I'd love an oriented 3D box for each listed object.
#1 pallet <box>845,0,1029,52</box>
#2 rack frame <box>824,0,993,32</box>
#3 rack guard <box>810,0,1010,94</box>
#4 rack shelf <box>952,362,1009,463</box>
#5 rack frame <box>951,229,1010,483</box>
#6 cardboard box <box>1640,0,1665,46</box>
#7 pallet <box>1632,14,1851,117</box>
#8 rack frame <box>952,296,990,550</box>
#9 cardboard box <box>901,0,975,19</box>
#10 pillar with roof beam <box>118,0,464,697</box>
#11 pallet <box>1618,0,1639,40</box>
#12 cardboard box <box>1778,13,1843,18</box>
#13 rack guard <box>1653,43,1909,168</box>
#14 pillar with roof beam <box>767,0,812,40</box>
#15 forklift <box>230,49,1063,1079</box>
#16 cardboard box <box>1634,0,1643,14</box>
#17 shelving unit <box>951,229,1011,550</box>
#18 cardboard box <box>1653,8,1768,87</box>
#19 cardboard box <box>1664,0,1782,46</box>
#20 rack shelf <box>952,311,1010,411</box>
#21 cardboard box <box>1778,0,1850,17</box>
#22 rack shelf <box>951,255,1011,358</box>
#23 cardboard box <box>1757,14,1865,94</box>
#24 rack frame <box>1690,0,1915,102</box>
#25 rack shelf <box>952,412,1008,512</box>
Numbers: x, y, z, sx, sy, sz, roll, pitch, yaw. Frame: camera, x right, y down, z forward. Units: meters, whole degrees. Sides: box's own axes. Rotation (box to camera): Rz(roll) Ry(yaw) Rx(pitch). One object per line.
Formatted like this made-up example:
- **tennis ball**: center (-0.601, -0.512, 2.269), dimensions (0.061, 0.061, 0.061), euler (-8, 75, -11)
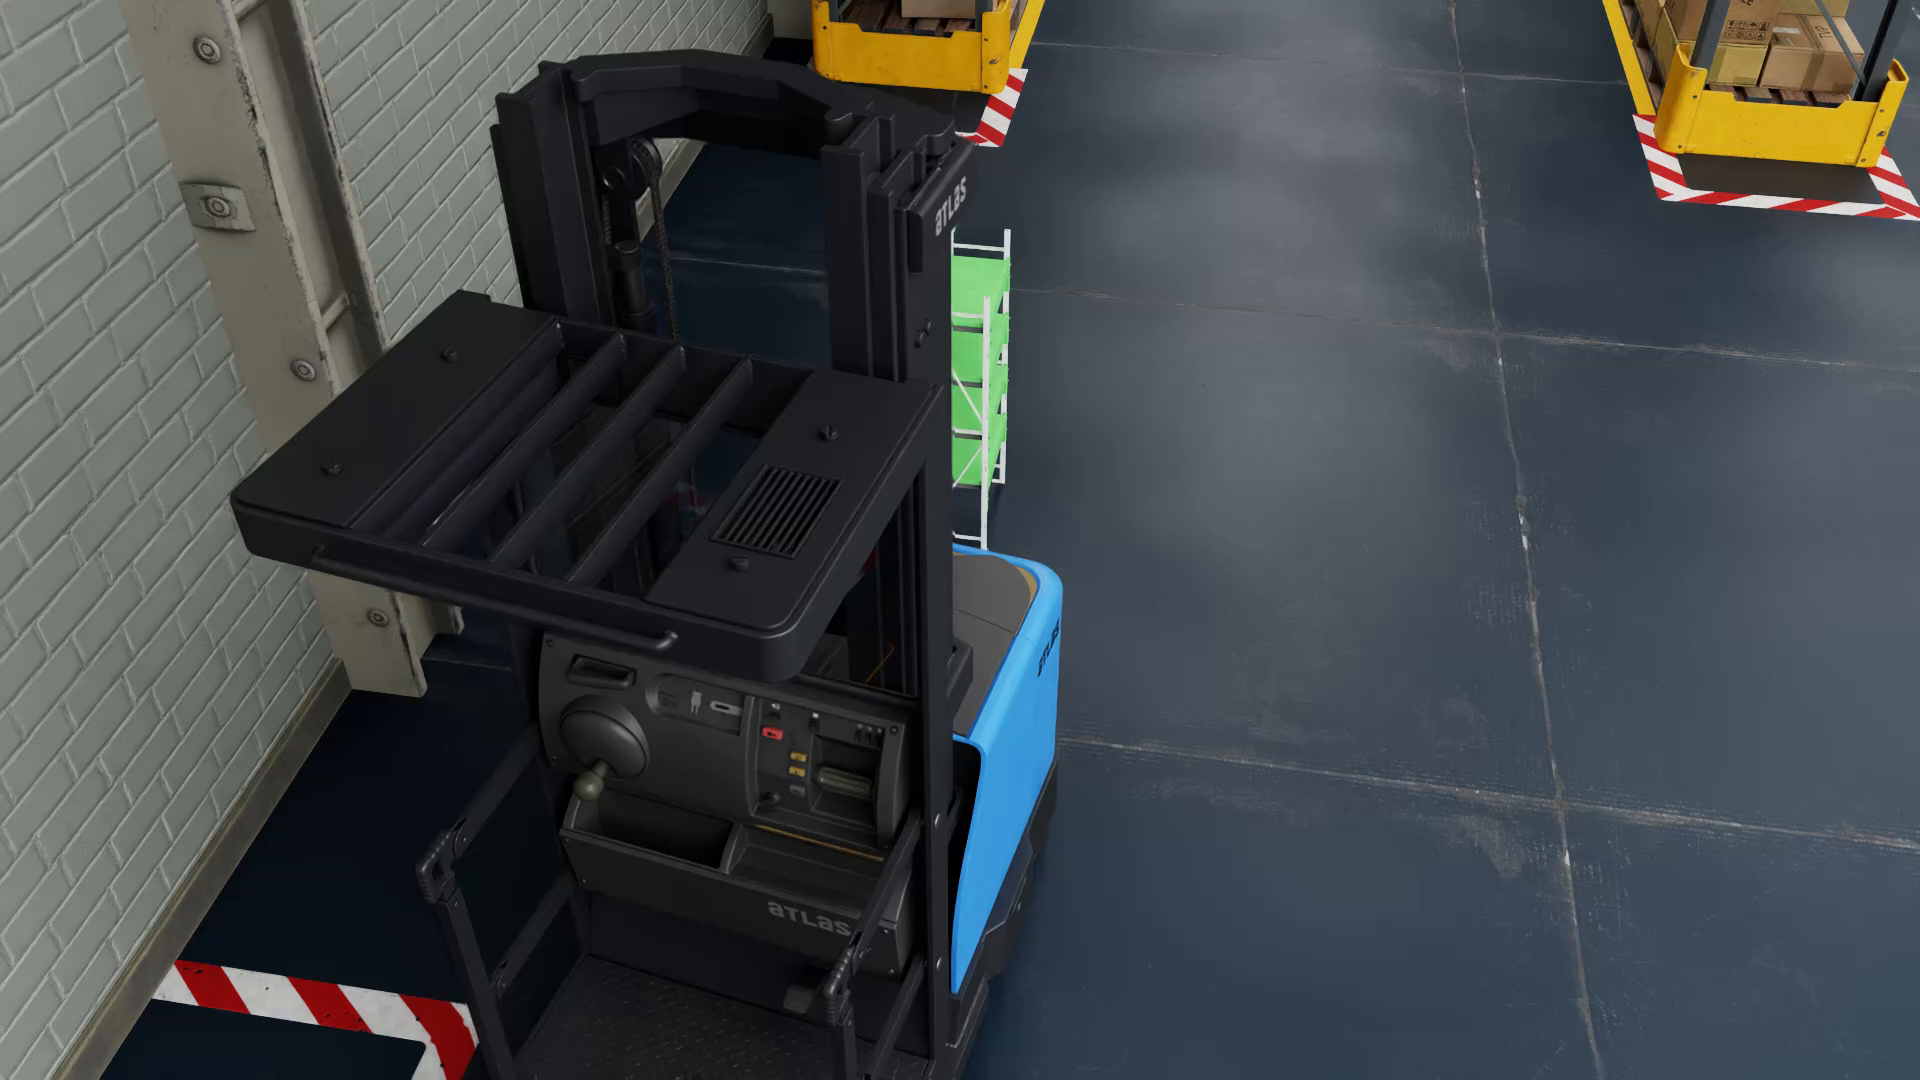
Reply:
- **pallet**: center (-0.120, -3.434, 10.737), dimensions (1.003, 0.211, 1.213), euler (6, 40, 8)
- **rack frame**: center (-0.309, -3.955, 9.179), dimensions (1.000, 3.000, 0.127), euler (6, 40, 8)
- **rack guard**: center (-0.296, -3.039, 10.033), dimensions (1.175, 0.500, 0.348), euler (6, 40, 8)
- **rack shelf**: center (0.029, -0.517, 6.534), dimensions (0.258, 0.148, 0.480), euler (6, 40, 8)
- **rack frame**: center (0.071, -0.719, 6.679), dimensions (0.240, 1.200, 0.015), euler (6, 40, 8)
- **cardboard box**: center (4.447, -3.197, 10.091), dimensions (0.500, 0.250, 0.500), euler (6, 40, 8)
- **pallet**: center (4.662, -2.821, 9.996), dimensions (1.003, 0.211, 1.213), euler (6, 40, 8)
- **rack frame**: center (-0.014, -0.413, 6.308), dimensions (0.240, 1.200, 0.015), euler (6, 40, 8)
- **cardboard box**: center (-0.100, -3.512, 10.409), dimensions (0.500, 0.311, 0.500), euler (2, 40, 3)
- **pillar with roof beam**: center (2.162, -2.561, 2.786), dimensions (9.100, 9.000, 0.400), euler (6, 40, 8)
- **pallet**: center (4.875, -3.584, 10.919), dimensions (1.003, 0.211, 1.213), euler (6, 40, 8)
- **cardboard box**: center (4.966, -3.139, 10.021), dimensions (0.500, 0.250, 0.500), euler (6, 40, 8)
- **rack guard**: center (4.567, -2.432, 9.300), dimensions (1.175, 0.500, 0.348), euler (6, 40, 8)
- **pillar with roof beam**: center (3.200, -6.327, 7.340), dimensions (9.100, 9.000, 0.400), euler (6, 40, 8)
- **forklift**: center (-0.641, 0.562, 3.770), dimensions (1.130, 2.935, 3.031), euler (12, 41, 15)
- **cardboard box**: center (4.532, -3.511, 10.471), dimensions (0.500, 0.250, 0.500), euler (6, 40, 8)
- **shelving unit**: center (0.029, -0.566, 6.493), dimensions (0.258, 1.200, 0.503), euler (6, 40, 8)
- **cardboard box**: center (4.373, -2.882, 9.710), dimensions (0.500, 0.250, 0.500), euler (6, 40, 8)
- **cardboard box**: center (4.371, -3.171, 9.472), dimensions (0.500, 0.500, 0.500), euler (6, 40, 8)
- **rack shelf**: center (0.029, -0.702, 6.381), dimensions (0.258, 0.148, 0.480), euler (6, 40, 8)
- **cardboard box**: center (4.967, -3.428, 9.782), dimensions (0.500, 0.500, 0.500), euler (6, 40, 8)
- **rack shelf**: center (0.029, -0.887, 6.228), dimensions (0.258, 0.148, 0.480), euler (6, 40, 8)
- **cardboard box**: center (4.883, -2.825, 9.641), dimensions (0.500, 0.250, 0.500), euler (6, 40, 8)
- **rack frame**: center (4.571, -3.411, 8.521), dimensions (1.000, 3.000, 0.127), euler (6, 40, 8)
- **rack shelf**: center (0.029, -0.332, 6.687), dimensions (0.258, 0.148, 0.480), euler (6, 40, 8)
